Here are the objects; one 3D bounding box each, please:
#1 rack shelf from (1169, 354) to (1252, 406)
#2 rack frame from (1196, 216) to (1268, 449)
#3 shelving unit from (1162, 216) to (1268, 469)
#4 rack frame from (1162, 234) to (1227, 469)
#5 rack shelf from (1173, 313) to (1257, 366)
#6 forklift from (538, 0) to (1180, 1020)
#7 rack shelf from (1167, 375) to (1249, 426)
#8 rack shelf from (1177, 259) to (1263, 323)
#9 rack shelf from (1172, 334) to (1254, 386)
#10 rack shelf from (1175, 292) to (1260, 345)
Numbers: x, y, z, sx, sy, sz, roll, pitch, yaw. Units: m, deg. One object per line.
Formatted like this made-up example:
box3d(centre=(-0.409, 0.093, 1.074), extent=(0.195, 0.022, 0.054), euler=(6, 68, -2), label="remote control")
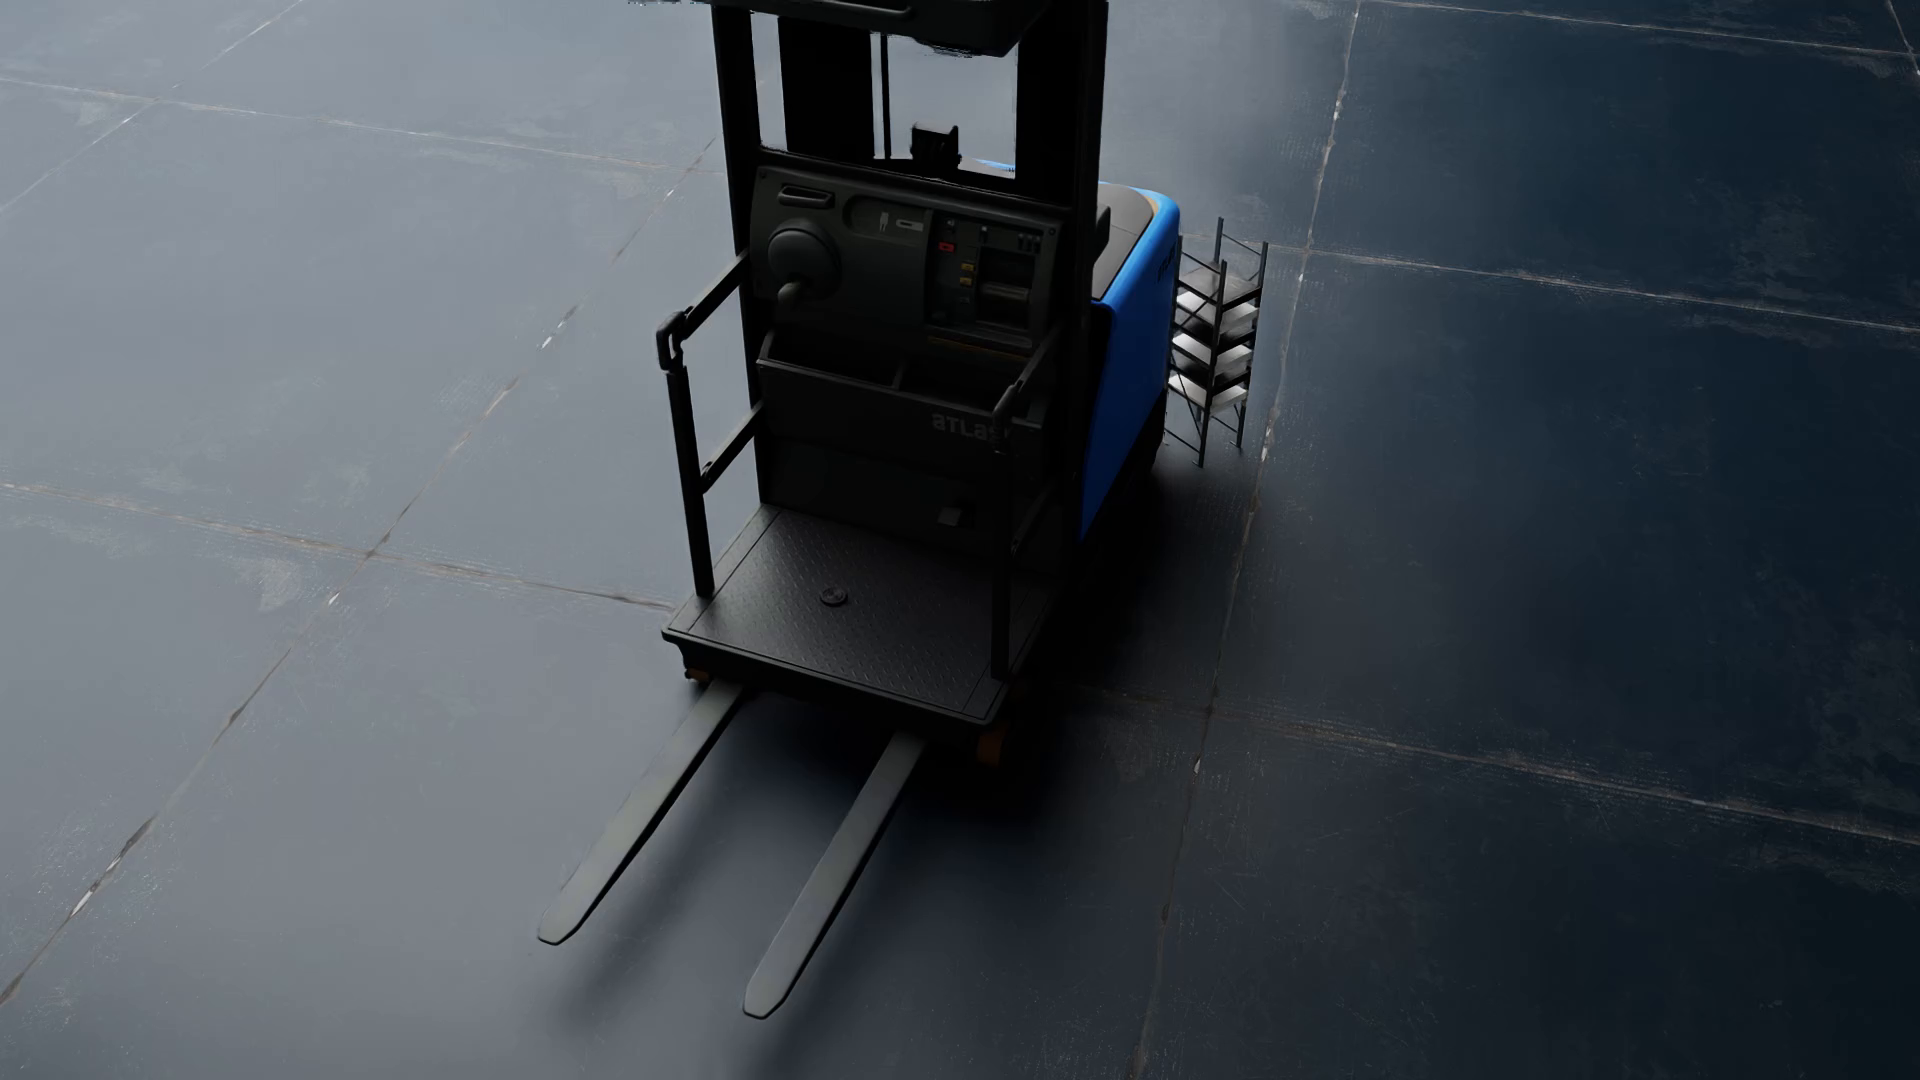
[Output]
box3d(centre=(0.924, -0.622, 6.216), extent=(0.200, 0.077, 0.258), euler=(-27, 47, -28), label="rack shelf")
box3d(centre=(1.004, -0.757, 6.185), extent=(0.006, 0.900, 0.240), euler=(-27, 47, -28), label="rack frame")
box3d(centre=(0.924, -0.717, 6.136), extent=(0.210, 0.900, 0.258), euler=(-27, 47, -28), label="shelving unit")
box3d(centre=(0.844, -0.676, 6.088), extent=(0.006, 0.900, 0.240), euler=(-27, 47, -28), label="rack frame")
box3d(centre=(0.924, -0.760, 6.100), extent=(0.200, 0.077, 0.258), euler=(-27, 47, -28), label="rack shelf")
box3d(centre=(-0.244, -0.725, 4.567), extent=(1.130, 2.935, 3.031), euler=(14, 42, 16), label="forklift")
box3d(centre=(0.924, -0.554, 6.274), extent=(0.200, 0.077, 0.258), euler=(-27, 47, -28), label="rack shelf")
box3d(centre=(0.924, -0.898, 5.984), extent=(0.200, 0.077, 0.258), euler=(-27, 47, -28), label="rack shelf")
box3d(centre=(0.924, -0.691, 6.158), extent=(0.200, 0.077, 0.258), euler=(-27, 47, -28), label="rack shelf")
box3d(centre=(0.924, -0.829, 6.042), extent=(0.200, 0.077, 0.258), euler=(-27, 47, -28), label="rack shelf")
